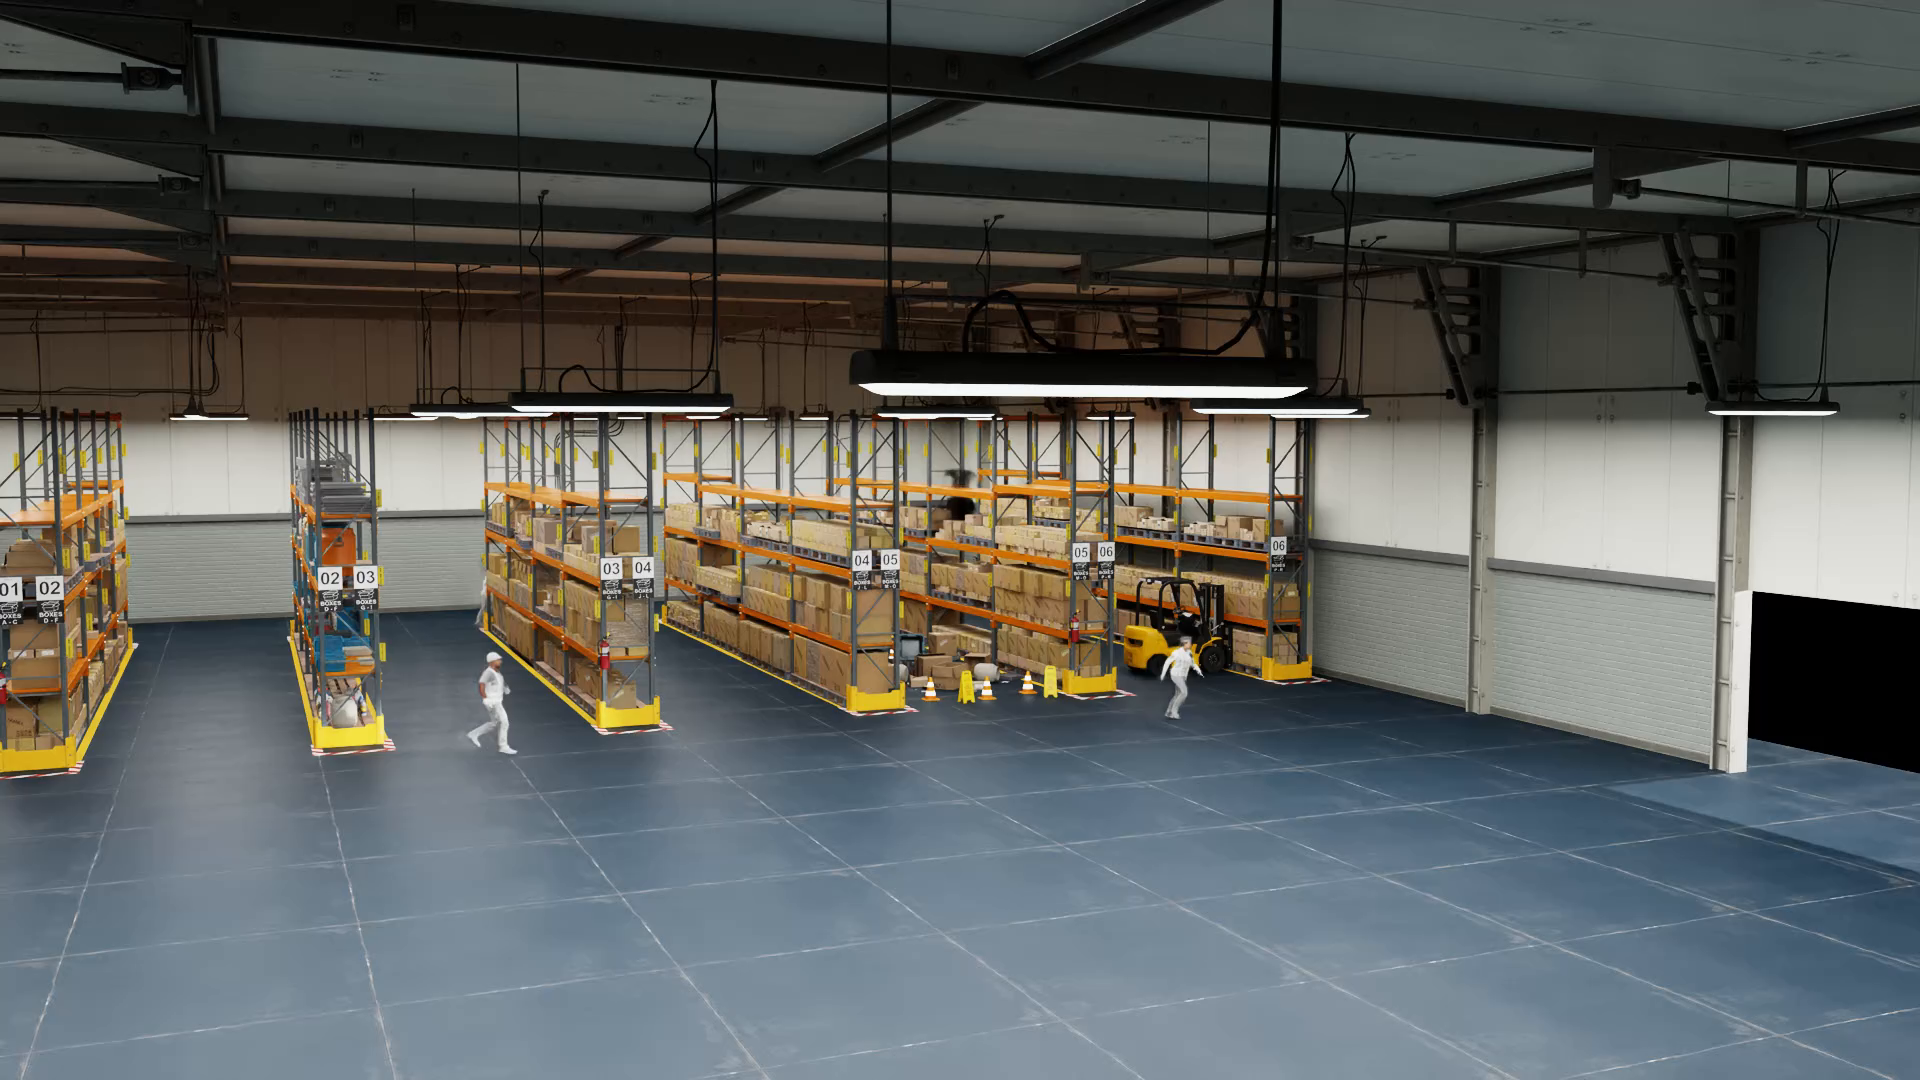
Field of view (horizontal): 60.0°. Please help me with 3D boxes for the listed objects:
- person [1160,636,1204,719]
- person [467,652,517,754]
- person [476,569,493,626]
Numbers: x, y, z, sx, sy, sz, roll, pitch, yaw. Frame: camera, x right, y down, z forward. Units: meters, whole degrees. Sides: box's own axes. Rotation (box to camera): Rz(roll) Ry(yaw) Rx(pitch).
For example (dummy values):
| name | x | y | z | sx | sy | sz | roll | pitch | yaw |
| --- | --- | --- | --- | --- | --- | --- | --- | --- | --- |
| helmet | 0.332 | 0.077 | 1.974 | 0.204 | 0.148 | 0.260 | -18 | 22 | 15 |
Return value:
| name | x | y | z | sx | sy | sz | roll | pitch | yaw |
| --- | --- | --- | --- | --- | --- | --- | --- | --- | --- |
| person | 4.312 | 2.652 | 32.104 | 0.754 | 1.619 | 0.592 | 4 | 6 | 44 |
| person | -8.134 | 2.830 | 28.859 | 0.845 | 1.777 | 0.727 | -1 | 4 | -9 |
| person | -13.330 | 1.596 | 46.939 | 0.670 | 1.685 | 0.562 | 0 | 4 | -6 |
